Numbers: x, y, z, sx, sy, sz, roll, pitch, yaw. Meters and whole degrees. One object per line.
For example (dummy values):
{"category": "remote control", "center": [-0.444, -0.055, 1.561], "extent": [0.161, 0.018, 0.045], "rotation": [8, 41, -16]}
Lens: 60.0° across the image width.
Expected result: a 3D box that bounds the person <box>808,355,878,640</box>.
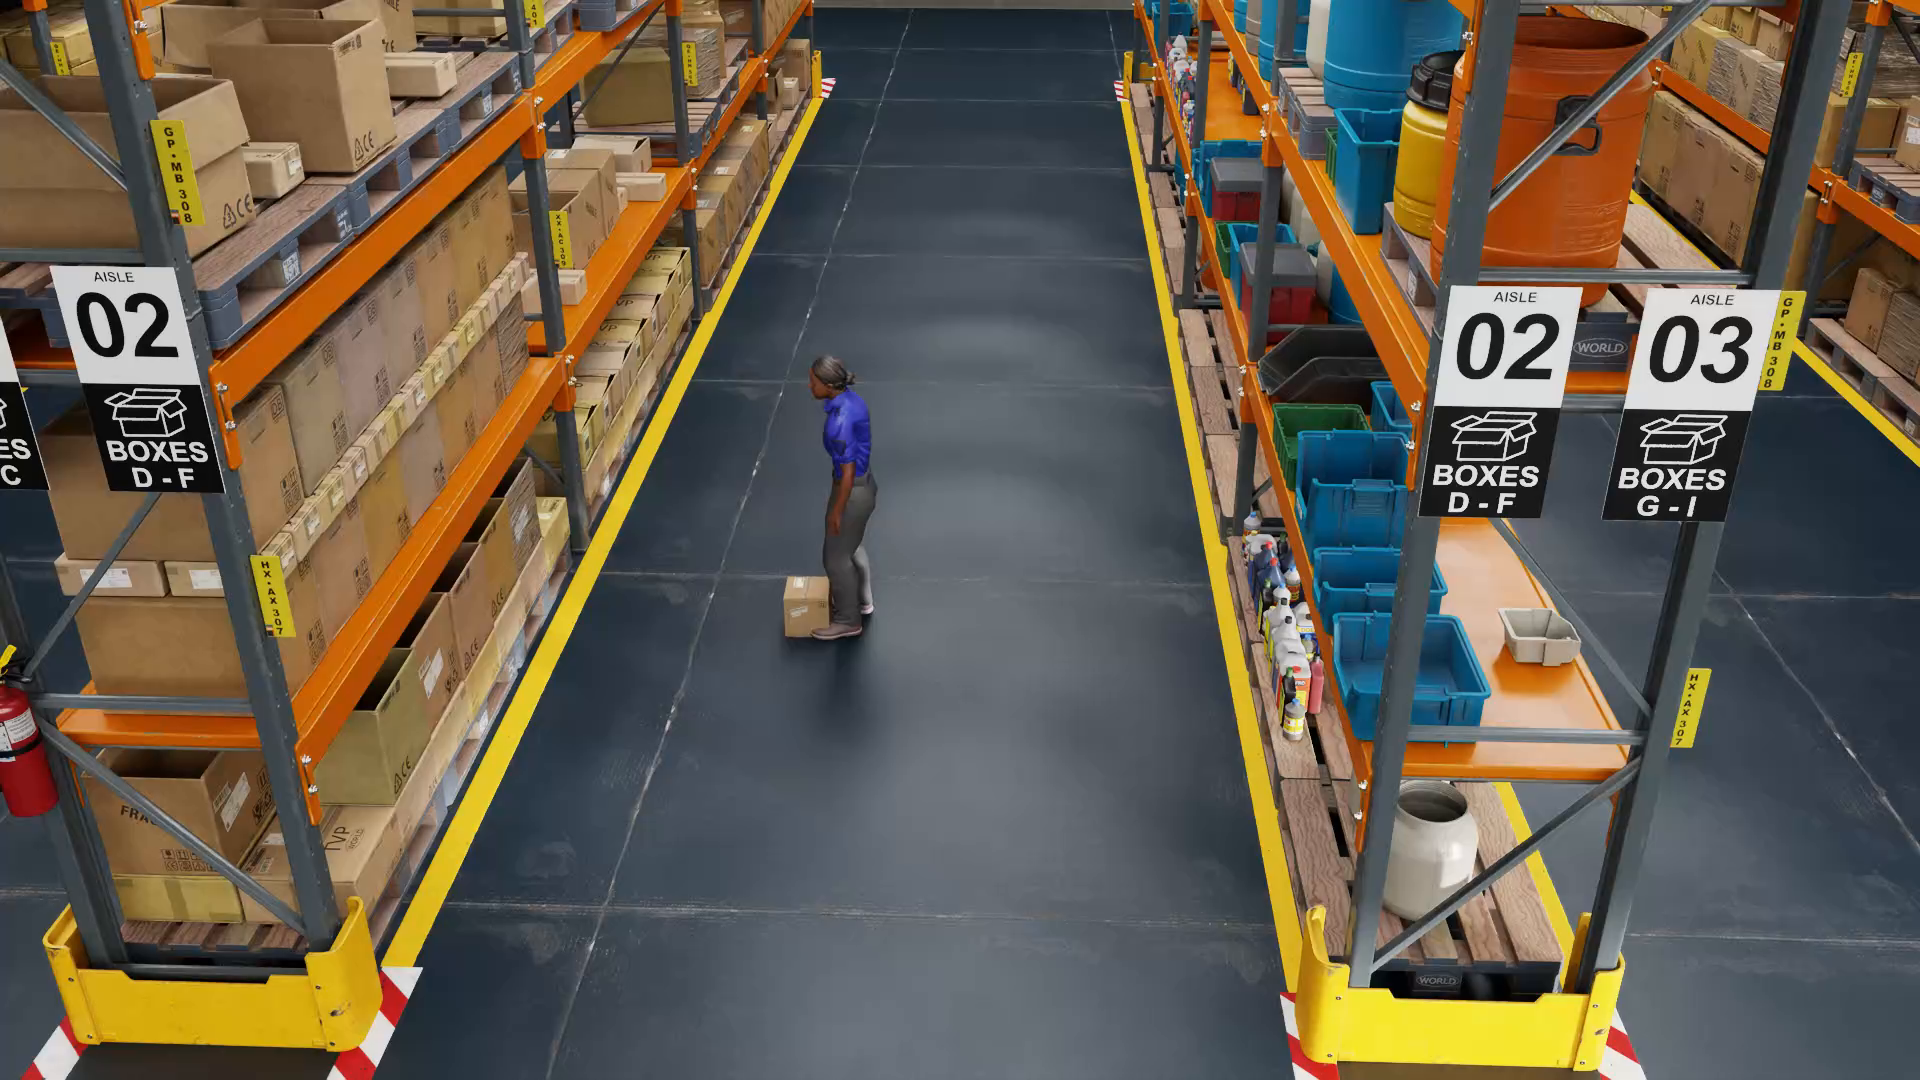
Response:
{"category": "person", "center": [-0.647, -0.244, 9.083], "extent": [0.391, 1.655, 0.507], "rotation": [1, 28, 2]}
